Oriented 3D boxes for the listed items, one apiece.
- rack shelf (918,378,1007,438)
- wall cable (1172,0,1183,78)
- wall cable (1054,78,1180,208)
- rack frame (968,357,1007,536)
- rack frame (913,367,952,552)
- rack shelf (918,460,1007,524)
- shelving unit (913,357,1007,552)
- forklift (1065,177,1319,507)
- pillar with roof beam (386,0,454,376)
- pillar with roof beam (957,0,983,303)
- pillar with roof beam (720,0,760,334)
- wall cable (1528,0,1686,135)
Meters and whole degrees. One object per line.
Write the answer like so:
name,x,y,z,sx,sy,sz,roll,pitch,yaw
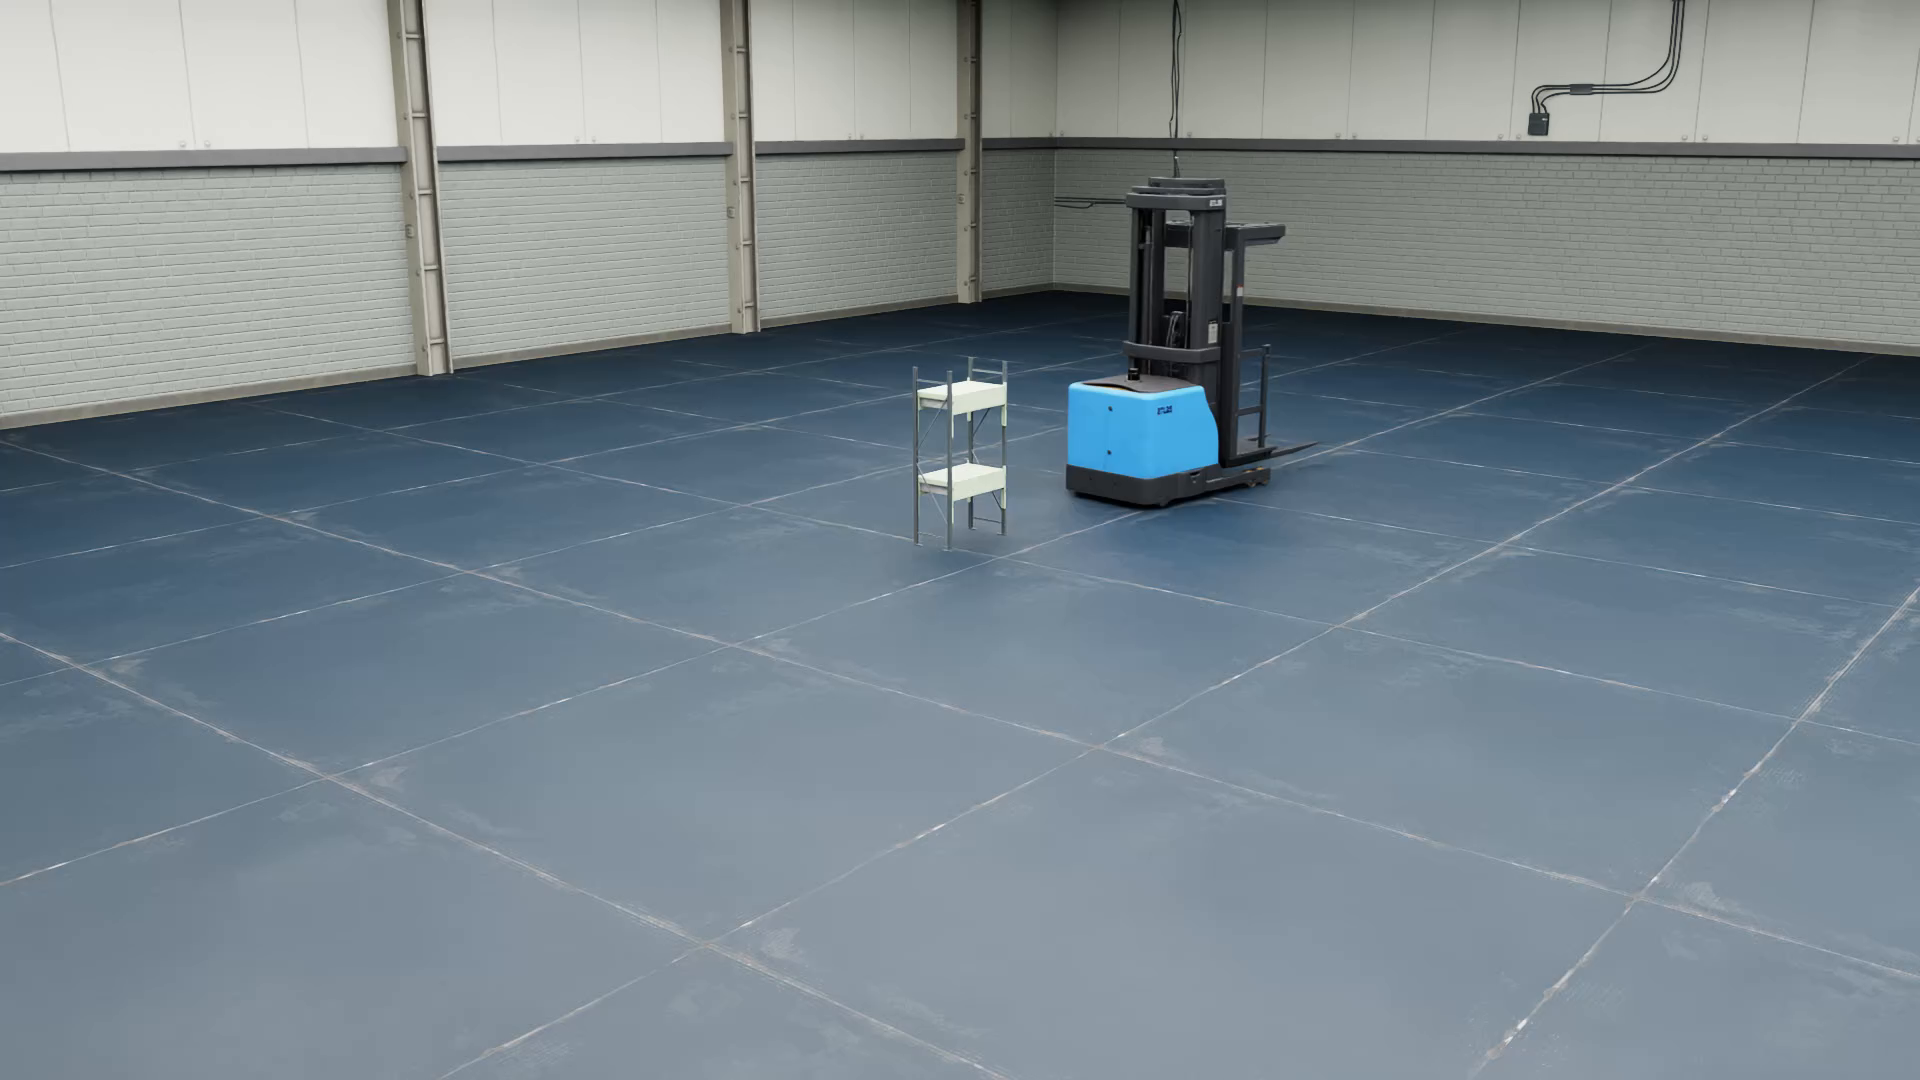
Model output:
rack shelf,0.004,-1.106,13.847,0.431,0.370,0.720,11,18,38
wall cable,5.165,-9.880,30.788,3.097,2.526,0.112,11,18,38
wall cable,3.061,-7.851,33.058,3.097,2.526,0.112,11,18,38
rack frame,0.234,-0.798,14.219,0.400,1.500,0.023,11,18,38
rack frame,-0.226,-0.658,13.667,0.400,1.500,0.023,11,18,38
rack shelf,0.004,-0.412,14.024,0.431,0.370,0.720,11,18,38
shelving unit,0.004,-0.728,13.943,0.431,1.500,0.755,11,18,38
forklift,2.401,-2.012,16.091,3.031,2.935,1.130,-14,20,-43
pillar with roof beam,-4.013,-6.032,19.592,9.100,9.000,0.400,11,18,38
pillar with roof beam,3.529,-8.330,28.638,9.100,9.000,0.400,11,18,38
pillar with roof beam,-0.242,-7.181,24.115,9.100,9.000,0.400,11,18,38
wall cable,10.435,-9.532,26.462,2.305,6.003,0.169,11,18,38
